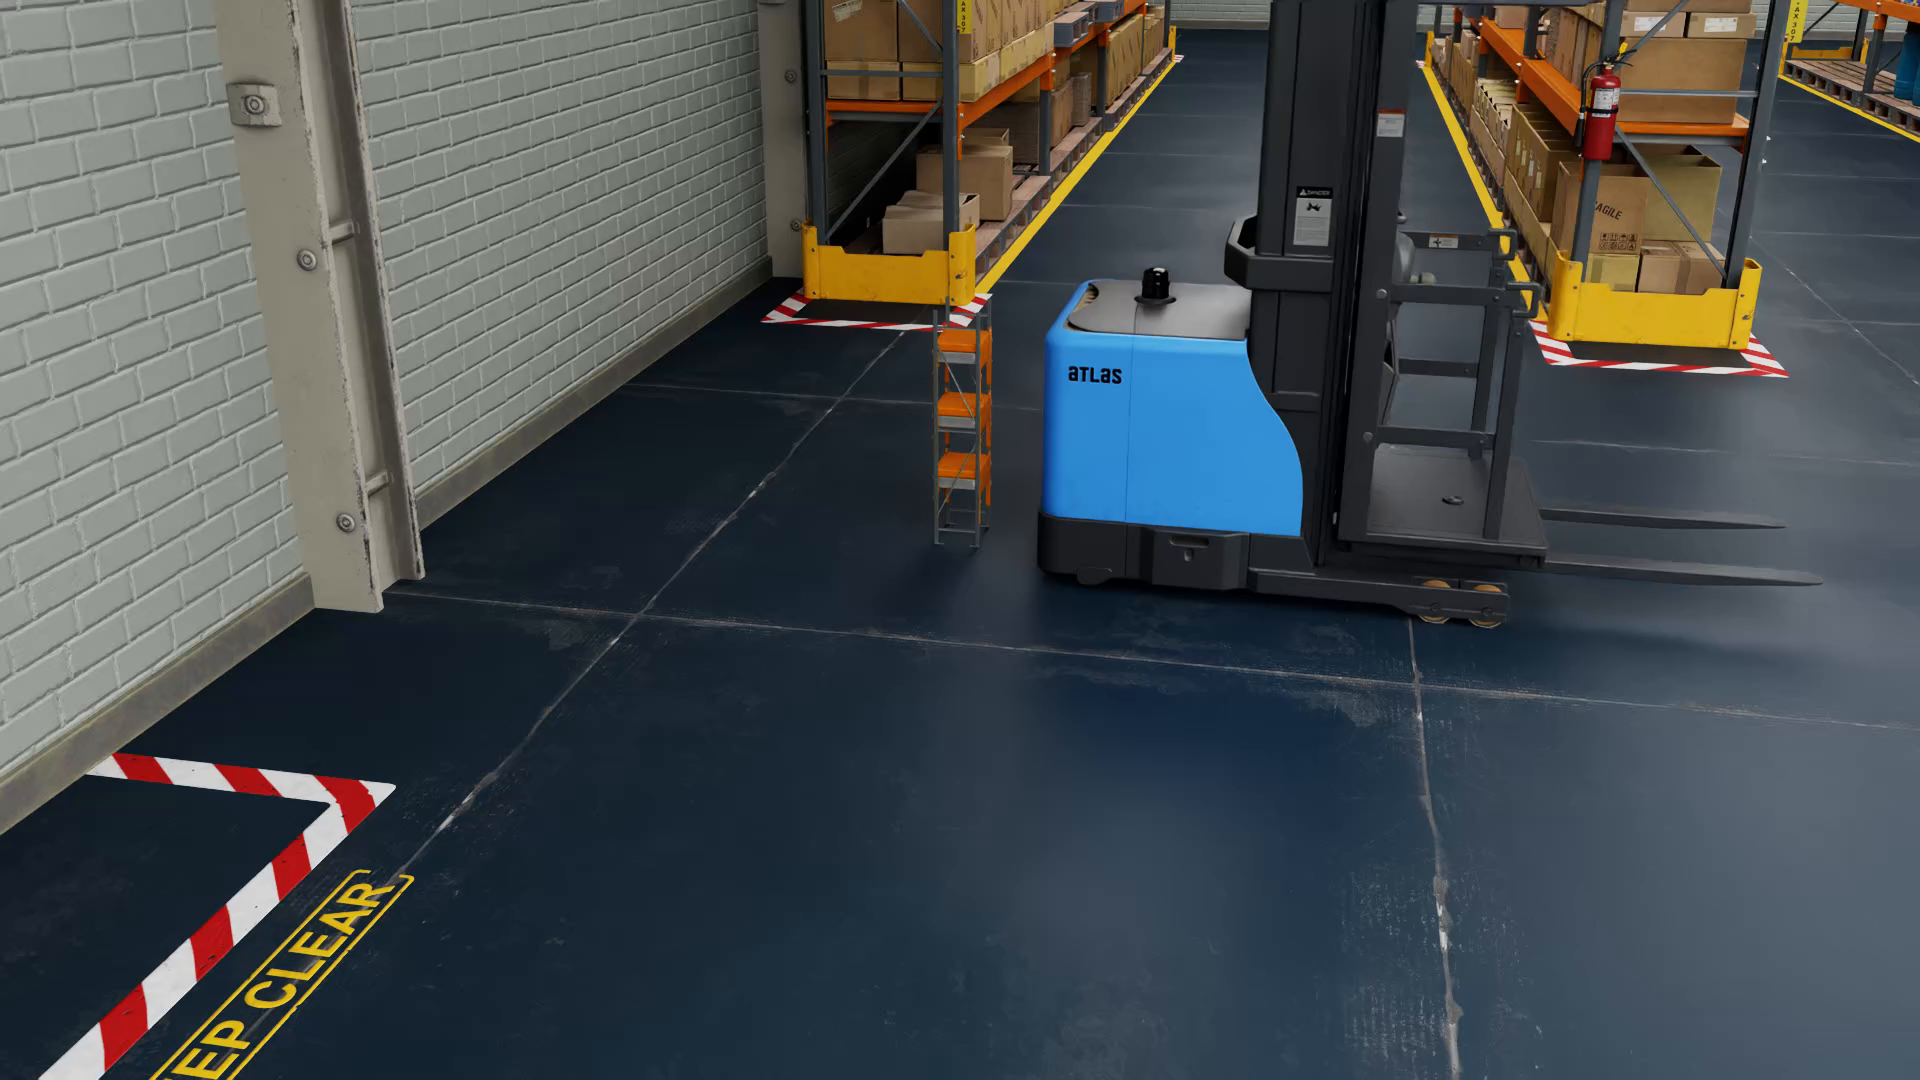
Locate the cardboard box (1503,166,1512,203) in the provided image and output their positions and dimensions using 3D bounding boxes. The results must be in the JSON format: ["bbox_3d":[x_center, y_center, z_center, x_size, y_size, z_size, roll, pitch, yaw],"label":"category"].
[{"bbox_3d":[4.768,-2.916,13.698,0.500,0.250,0.500,4,22,11],"label":"cardboard box"}]

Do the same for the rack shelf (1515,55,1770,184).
[{"bbox_3d":[4.752,-3.078,11.945,1.077,0.370,4.000,4,22,11],"label":"rack shelf"}]

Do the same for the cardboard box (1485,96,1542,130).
[{"bbox_3d":[5.272,-4.049,15.761,0.500,0.311,0.500,4,22,10],"label":"cardboard box"}]

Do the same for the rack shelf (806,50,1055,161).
[{"bbox_3d":[-0.099,-3.455,12.879,1.077,0.370,4.000,4,22,11],"label":"rack shelf"}]

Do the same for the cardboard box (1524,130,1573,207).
[{"bbox_3d":[4.455,-2.716,12.197,0.500,0.500,0.500,4,22,11],"label":"cardboard box"}]

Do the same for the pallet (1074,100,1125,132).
[{"bbox_3d":[1.360,-4.972,19.416,1.003,0.211,1.213,4,22,11],"label":"pallet"}]

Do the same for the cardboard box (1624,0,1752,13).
[{"bbox_3d":[4.462,-3.518,10.203,0.700,0.500,0.500,5,22,11],"label":"cardboard box"}]

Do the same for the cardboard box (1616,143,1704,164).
[{"bbox_3d":[4.860,-2.494,11.645,0.500,0.500,0.500,4,22,11],"label":"cardboard box"}]

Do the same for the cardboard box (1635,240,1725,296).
[{"bbox_3d":[4.671,-1.779,10.874,0.500,0.250,0.500,4,22,11],"label":"cardboard box"}]

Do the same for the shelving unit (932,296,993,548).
[{"bbox_3d":[0.011,-0.507,7.206,0.215,1.050,0.252,4,22,11],"label":"shelving unit"}]

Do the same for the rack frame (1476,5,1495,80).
[{"bbox_3d":[5.976,-5.606,17.259,1.000,3.000,0.127,4,22,11],"label":"rack frame"}]

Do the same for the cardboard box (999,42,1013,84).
[{"bbox_3d":[0.106,-3.528,12.271,0.500,0.250,0.500,4,22,10],"label":"cardboard box"}]

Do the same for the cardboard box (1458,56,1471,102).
[{"bbox_3d":[6.144,-5.392,19.485,0.500,0.500,0.500,4,22,9],"label":"cardboard box"}]

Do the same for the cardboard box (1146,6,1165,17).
[{"bbox_3d":[2.865,-7.920,24.919,0.380,0.149,0.250,4,22,10],"label":"cardboard box"}]

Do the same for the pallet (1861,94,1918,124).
[{"bbox_3d":[11.442,-5.118,19.778,1.003,0.211,1.213,4,22,11],"label":"pallet"}]

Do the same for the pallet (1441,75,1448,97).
[{"bbox_3d":[6.933,-6.027,22.035,1.003,0.211,1.213,4,22,11],"label":"pallet"}]

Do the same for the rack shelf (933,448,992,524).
[{"bbox_3d":[0.011,-0.239,7.314,0.215,0.259,0.240,4,22,11],"label":"rack shelf"}]

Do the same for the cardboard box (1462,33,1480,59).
[{"bbox_3d":[6.149,-5.754,19.379,0.500,0.250,0.500,4,22,10],"label":"cardboard box"}]

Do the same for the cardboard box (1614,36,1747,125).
[{"bbox_3d":[4.451,-2.897,10.397,0.700,0.500,0.500,4,22,11],"label":"cardboard box"}]

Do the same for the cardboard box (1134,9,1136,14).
[{"bbox_3d":[2.389,-7.765,24.534,0.380,0.149,0.250,5,22,11],"label":"cardboard box"}]

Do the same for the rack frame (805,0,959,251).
[{"bbox_3d":[-0.507,-3.057,10.928,1.000,3.000,0.127,4,22,11],"label":"rack frame"}]

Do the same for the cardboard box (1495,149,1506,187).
[{"bbox_3d":[4.961,-3.236,14.493,0.500,0.250,0.500,4,22,10],"label":"cardboard box"}]

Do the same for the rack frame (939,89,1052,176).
[{"bbox_3d":[0.310,-4.520,14.561,1.000,3.000,0.127,4,22,11],"label":"rack frame"}]

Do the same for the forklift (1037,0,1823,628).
[{"bbox_3d":[1.893,-1.233,6.492,3.031,2.935,1.130,5,22,12],"label":"forklift"}]

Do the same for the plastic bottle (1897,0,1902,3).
[{"bbox_3d":[11.121,-6.486,19.598,0.061,0.283,0.133,4,22,11],"label":"plastic bottle"}]

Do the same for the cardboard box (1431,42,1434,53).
[{"bbox_3d":[7.187,-7.287,24.659,0.380,0.149,0.250,4,22,11],"label":"cardboard box"}]

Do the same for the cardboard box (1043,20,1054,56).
[{"bbox_3d":[0.510,-4.263,14.097,0.500,0.250,0.500,5,22,11],"label":"cardboard box"}]

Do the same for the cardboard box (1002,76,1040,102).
[{"bbox_3d":[0.530,-4.344,15.877,0.500,0.250,0.500,4,22,10],"label":"cardboard box"}]

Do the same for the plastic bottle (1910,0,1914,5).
[{"bbox_3d":[11.048,-6.316,19.193,0.097,0.271,0.097,0,22,0],"label":"plastic bottle"}]

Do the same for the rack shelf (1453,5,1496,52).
[{"bbox_3d":[6.384,-6.004,19.209,1.077,0.370,4.000,4,22,11],"label":"rack shelf"}]

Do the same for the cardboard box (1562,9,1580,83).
[{"bbox_3d":[4.868,-3.650,12.269,0.700,0.500,0.500,5,22,12],"label":"cardboard box"}]

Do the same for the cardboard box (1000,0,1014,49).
[{"bbox_3d":[0.107,-3.864,12.104,0.500,0.500,0.500,4,22,9],"label":"cardboard box"}]

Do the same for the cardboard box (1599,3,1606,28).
[{"bbox_3d":[4.339,-3.371,10.707,0.380,0.149,0.250,4,22,10],"label":"cardboard box"}]

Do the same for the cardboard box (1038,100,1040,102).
[{"bbox_3d":[0.500,-4.027,16.096,0.700,0.500,0.500,4,22,10],"label":"cardboard box"}]

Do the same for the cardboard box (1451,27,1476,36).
[{"bbox_3d":[7.171,-6.803,22.982,0.797,0.503,0.637,4,22,11],"label":"cardboard box"}]

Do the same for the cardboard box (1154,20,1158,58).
[{"bbox_3d":[2.509,-7.313,24.280,0.700,0.500,0.500,4,22,9],"label":"cardboard box"}]

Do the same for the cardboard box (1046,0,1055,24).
[{"bbox_3d":[0.516,-4.611,13.957,0.500,0.500,0.500,4,22,11],"label":"cardboard box"}]

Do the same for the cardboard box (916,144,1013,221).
[{"bbox_3d":[0.038,-2.820,13.099,0.700,0.500,0.500,3,22,8],"label":"cardboard box"}]

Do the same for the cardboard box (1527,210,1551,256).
[{"bbox_3d":[4.354,-2.185,11.883,0.500,0.250,0.500,4,22,11],"label":"cardboard box"}]

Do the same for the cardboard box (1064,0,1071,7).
[{"bbox_3d":[0.672,-5.401,16.025,0.700,0.500,0.500,8,23,18],"label":"cardboard box"}]

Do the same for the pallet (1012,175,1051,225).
[{"bbox_3d":[0.207,-2.978,14.465,1.003,0.211,1.213,4,22,11],"label":"pallet"}]

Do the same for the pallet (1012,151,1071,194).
[{"bbox_3d":[0.467,-3.511,15.789,1.003,0.211,1.213,4,22,11],"label":"pallet"}]

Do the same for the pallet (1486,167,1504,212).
[{"bbox_3d":[5.272,-3.122,14.824,1.003,0.211,1.213,4,22,11],"label":"pallet"}]

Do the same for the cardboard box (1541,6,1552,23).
[{"bbox_3d":[5.440,-4.662,14.780,0.500,0.500,0.500,6,23,15],"label":"cardboard box"}]

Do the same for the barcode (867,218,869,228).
[{"bbox_3d":[-0.665,-2.301,12.050,0.001,0.075,0.075,4,22,11],"label":"barcode"}]

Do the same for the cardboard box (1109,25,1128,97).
[{"bbox_3d":[1.589,-5.759,19.953,0.750,0.750,0.750,4,22,11],"label":"cardboard box"}]

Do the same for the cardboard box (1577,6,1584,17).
[{"bbox_3d":[4.549,-3.749,11.646,0.380,0.149,0.250,4,22,10],"label":"cardboard box"}]

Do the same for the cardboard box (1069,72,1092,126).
[{"bbox_3d":[1.030,-4.760,17.914,0.700,0.500,0.500,5,22,12],"label":"cardboard box"}]

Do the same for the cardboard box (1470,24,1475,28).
[{"bbox_3d":[7.739,-7.359,24.368,0.500,0.500,0.500,4,22,11],"label":"cardboard box"}]

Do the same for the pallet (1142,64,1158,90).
[{"bbox_3d":[2.174,-6.424,23.022,1.003,0.211,1.213,4,22,11],"label":"pallet"}]

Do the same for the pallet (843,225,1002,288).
[{"bbox_3d":[-0.291,-2.085,12.249,1.003,0.211,1.213,4,22,11],"label":"pallet"}]

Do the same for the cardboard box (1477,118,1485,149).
[{"bbox_3d":[5.380,-3.982,16.344,0.500,0.250,0.500,4,22,10],"label":"cardboard box"}]

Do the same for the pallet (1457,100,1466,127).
[{"bbox_3d":[6.417,-5.028,19.555,1.003,0.211,1.213,4,22,11],"label":"pallet"}]

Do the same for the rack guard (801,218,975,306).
[{"bbox_3d":[-0.491,-1.925,11.464,1.175,0.500,0.348,4,22,11],"label":"rack guard"}]
